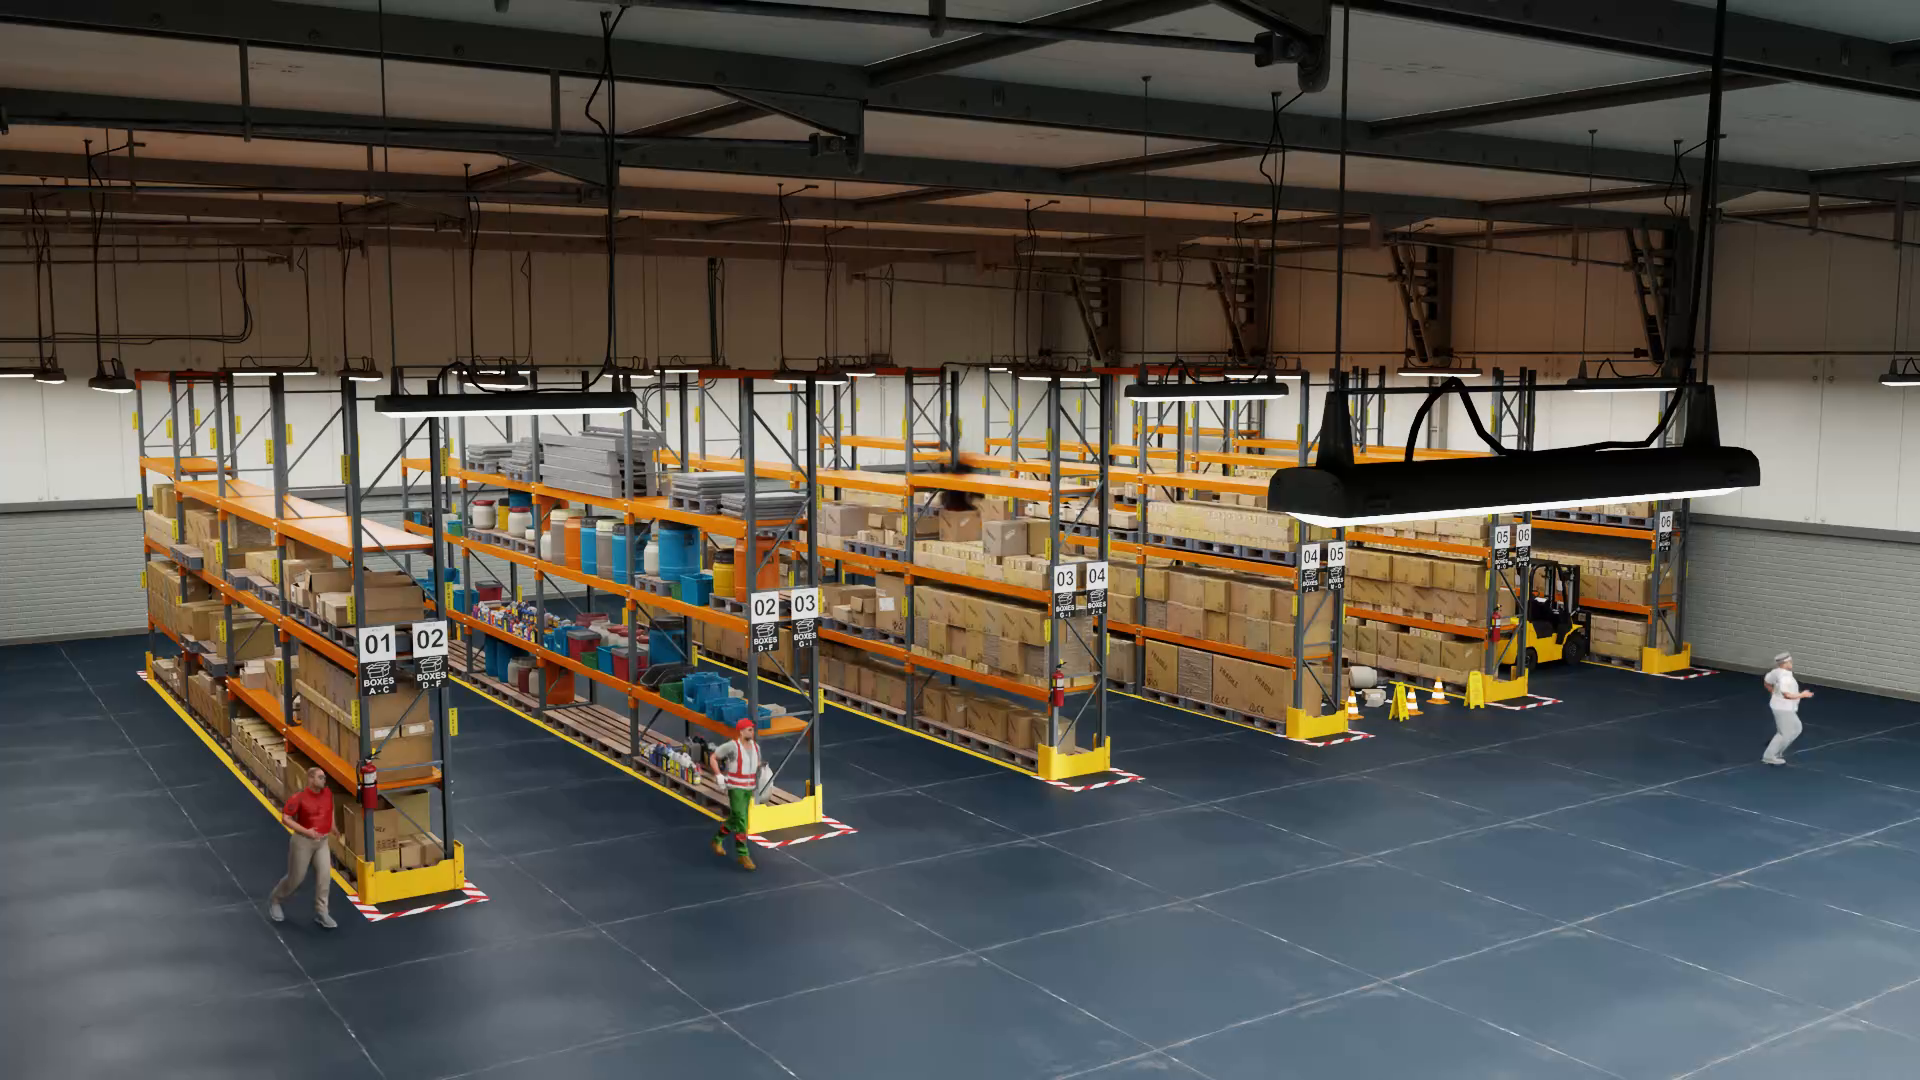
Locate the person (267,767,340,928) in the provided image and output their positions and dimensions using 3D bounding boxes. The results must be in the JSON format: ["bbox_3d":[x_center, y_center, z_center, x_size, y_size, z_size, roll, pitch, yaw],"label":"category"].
[{"bbox_3d":[-7.206,3.387,18.542,0.909,1.718,0.736,4,8,31],"label":"person"}]

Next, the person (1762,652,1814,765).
[{"bbox_3d":[12.684,2.594,25.466,0.645,1.793,0.644,2,7,17],"label":"person"}]

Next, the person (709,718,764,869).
[{"bbox_3d":[-2.700,3.100,20.737,0.961,1.739,0.697,5,8,39],"label":"person"}]
